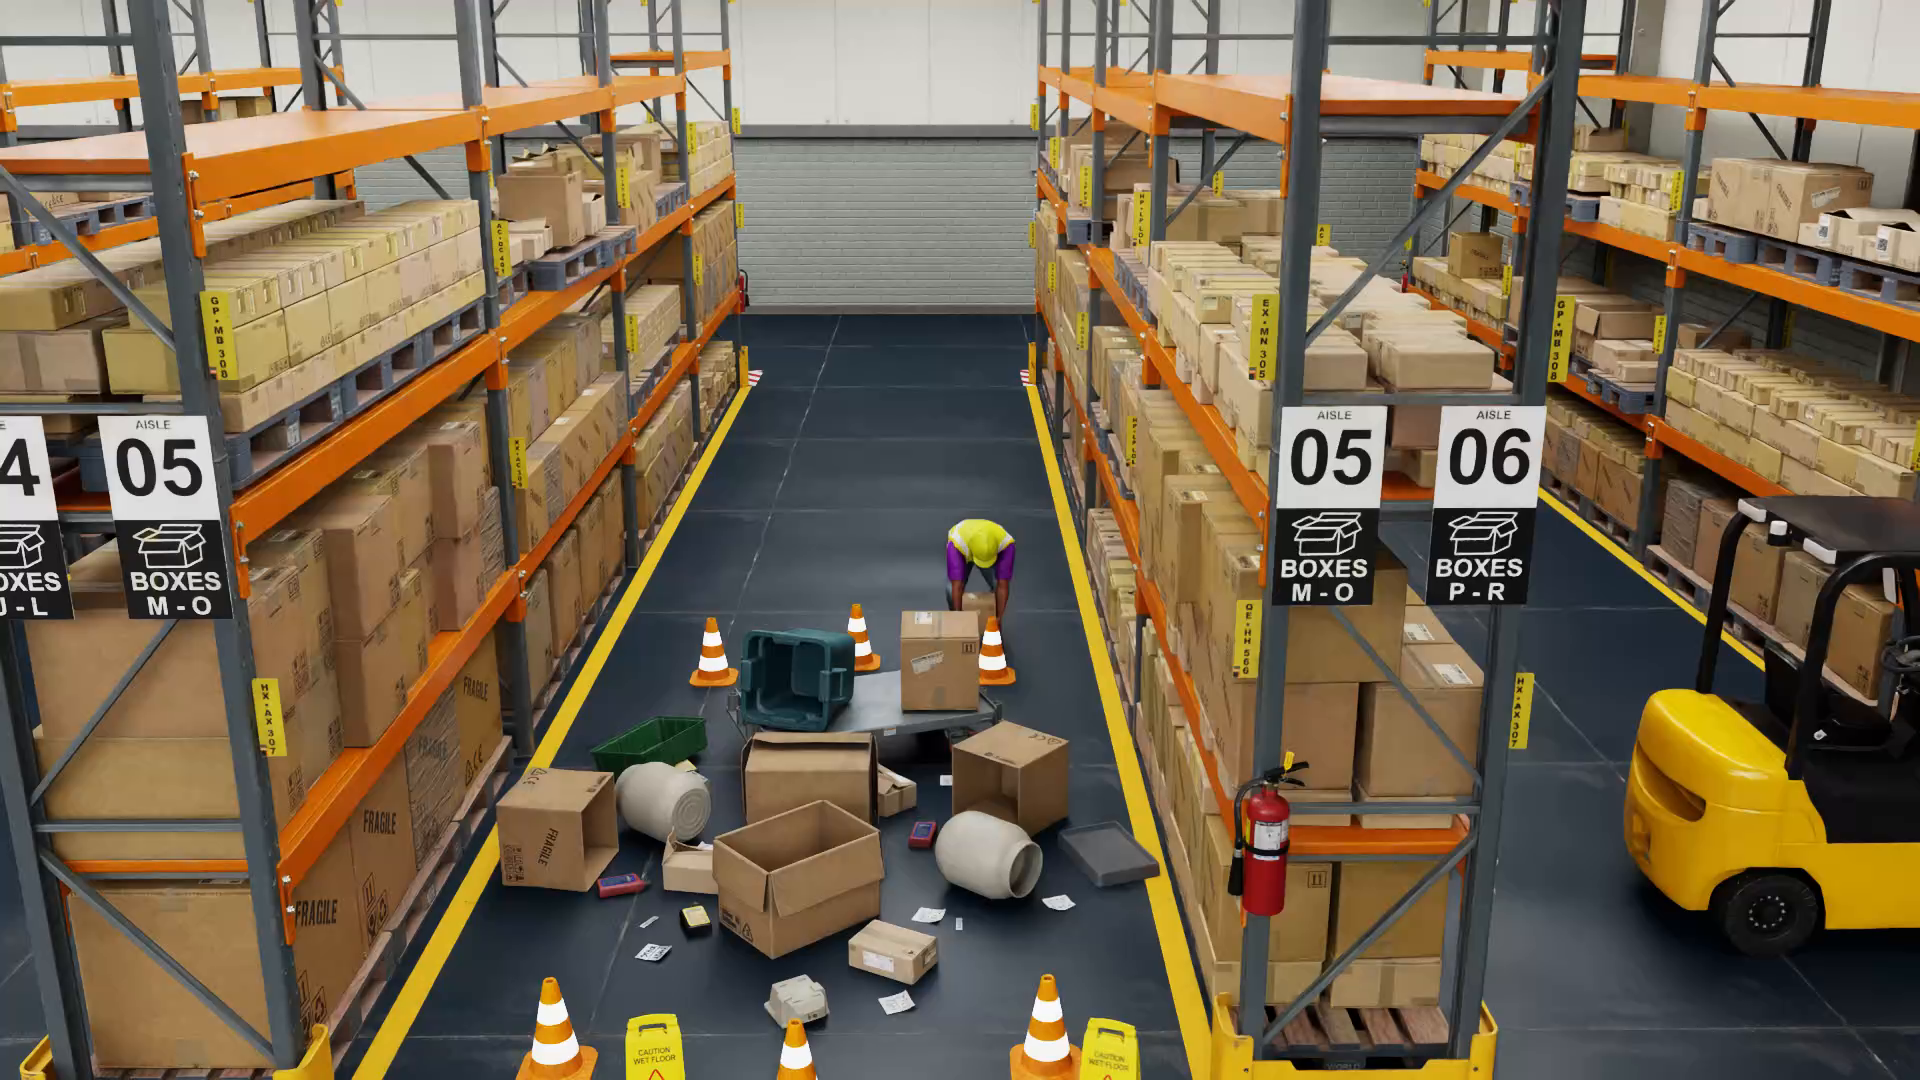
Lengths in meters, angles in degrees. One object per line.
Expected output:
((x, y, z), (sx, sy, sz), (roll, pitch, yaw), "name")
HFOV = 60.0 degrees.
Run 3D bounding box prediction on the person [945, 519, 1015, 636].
((0.151, 0.298, 12.823), (0.526, 1.011, 0.956), (-1, 17, -3), "person")
